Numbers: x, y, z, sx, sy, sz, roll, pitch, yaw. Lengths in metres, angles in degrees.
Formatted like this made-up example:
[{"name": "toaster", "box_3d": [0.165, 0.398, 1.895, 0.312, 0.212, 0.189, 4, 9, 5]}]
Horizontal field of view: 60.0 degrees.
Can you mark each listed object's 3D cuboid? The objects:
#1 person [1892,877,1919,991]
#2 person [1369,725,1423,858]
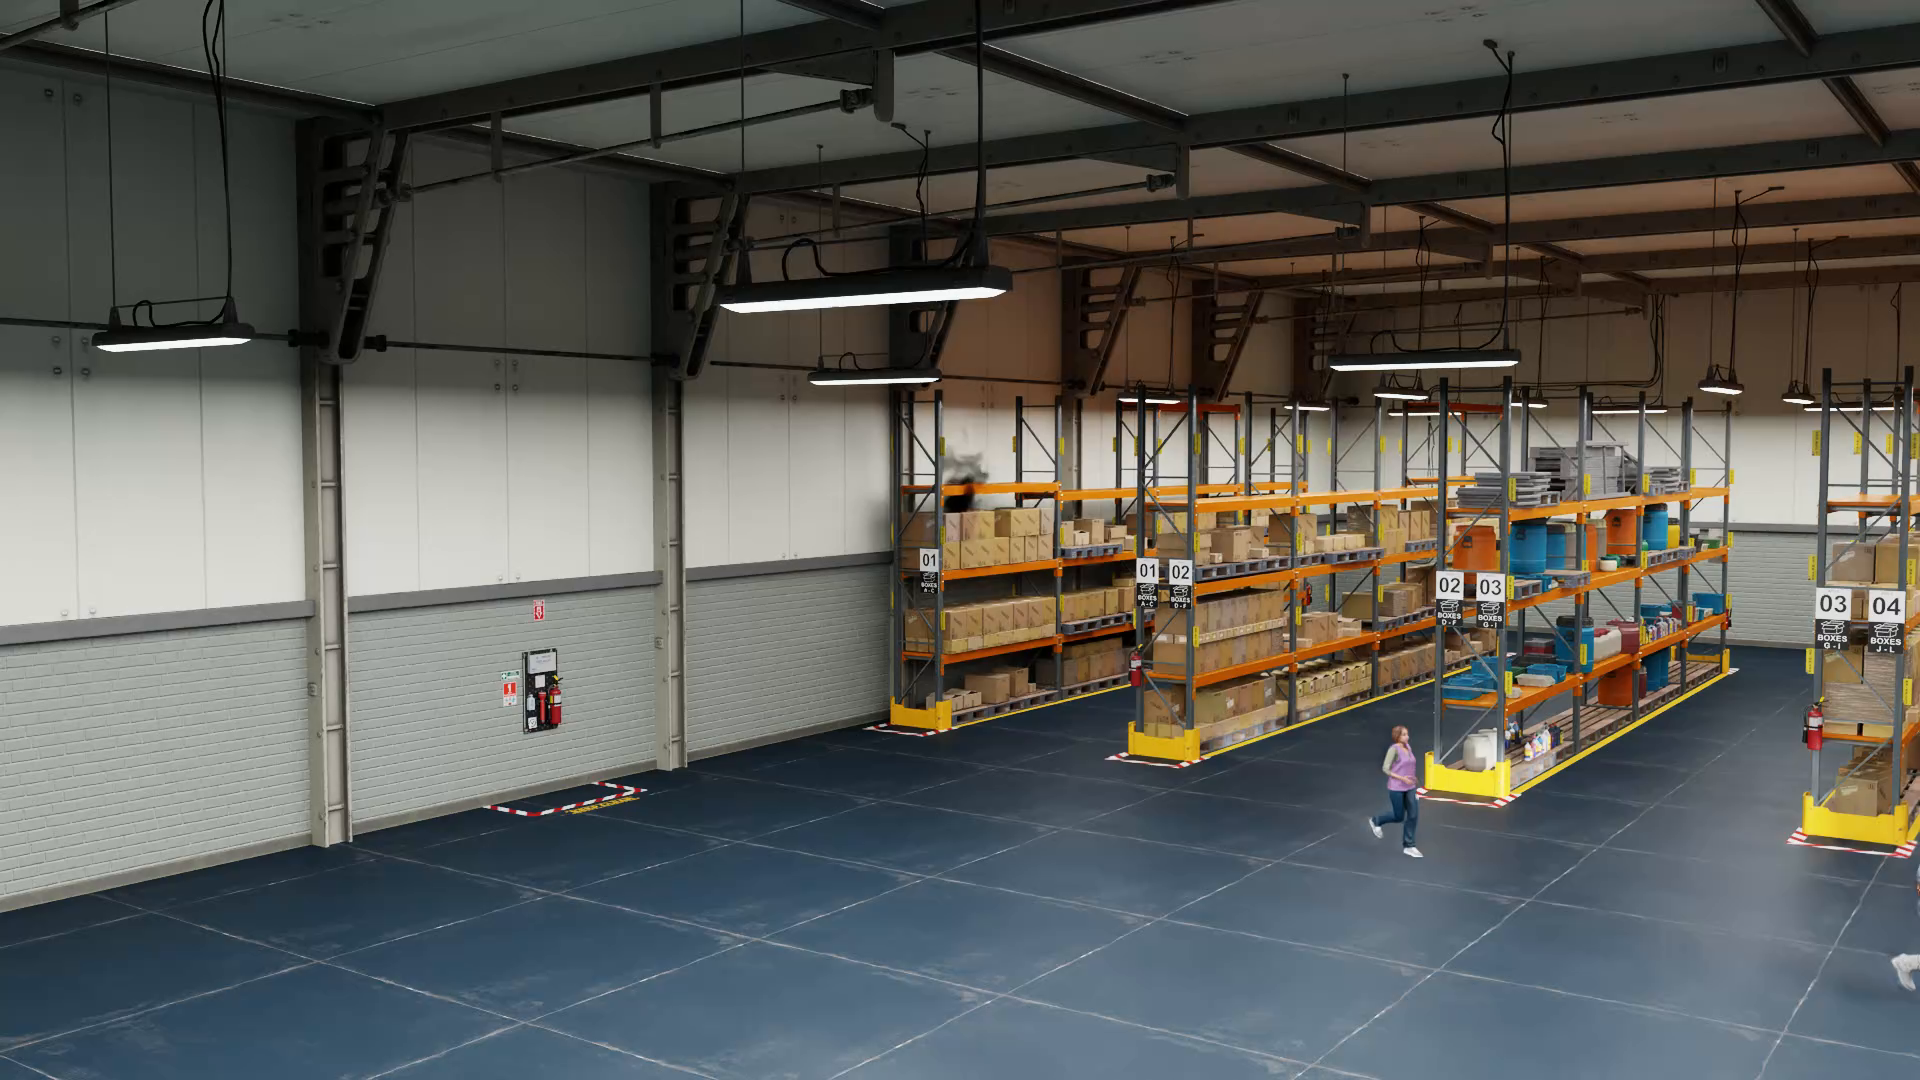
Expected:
[{"name": "person", "box_3d": [8.692, 3.317, 14.761, 0.689, 1.716, 0.653, -2, 4, -33]}, {"name": "person", "box_3d": [5.395, 3.064, 20.457, 0.538, 1.586, 0.790, -2, 4, -34]}]
